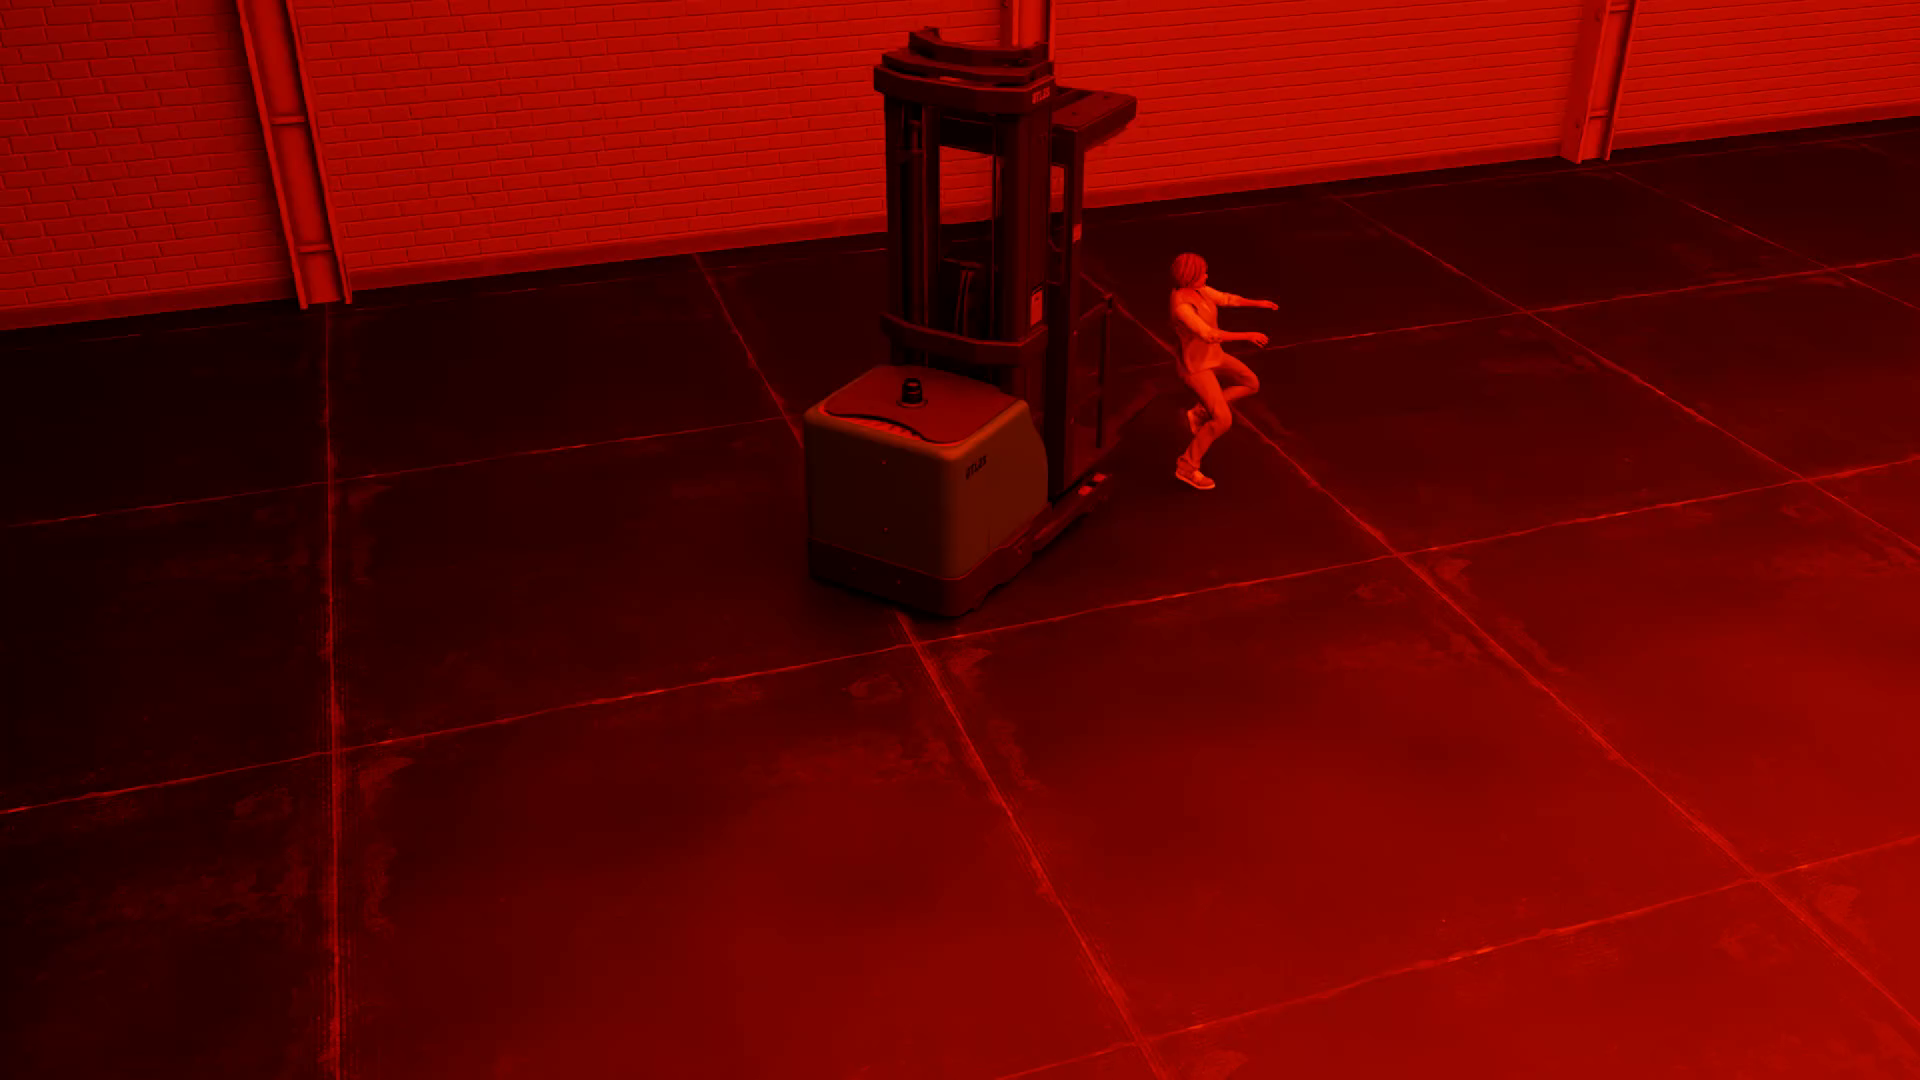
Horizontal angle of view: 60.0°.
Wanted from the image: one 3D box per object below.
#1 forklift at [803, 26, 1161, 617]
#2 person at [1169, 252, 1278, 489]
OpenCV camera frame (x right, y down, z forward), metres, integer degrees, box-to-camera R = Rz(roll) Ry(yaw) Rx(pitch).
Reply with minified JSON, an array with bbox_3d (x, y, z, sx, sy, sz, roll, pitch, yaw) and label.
[{"bbox_3d":[0.310,-1.547,9.775,1.130,2.935,3.031,17,34,26],"label":"forklift"},{"bbox_3d":[1.630,-1.086,10.399,0.705,1.443,0.688,12,32,20],"label":"person"}]
